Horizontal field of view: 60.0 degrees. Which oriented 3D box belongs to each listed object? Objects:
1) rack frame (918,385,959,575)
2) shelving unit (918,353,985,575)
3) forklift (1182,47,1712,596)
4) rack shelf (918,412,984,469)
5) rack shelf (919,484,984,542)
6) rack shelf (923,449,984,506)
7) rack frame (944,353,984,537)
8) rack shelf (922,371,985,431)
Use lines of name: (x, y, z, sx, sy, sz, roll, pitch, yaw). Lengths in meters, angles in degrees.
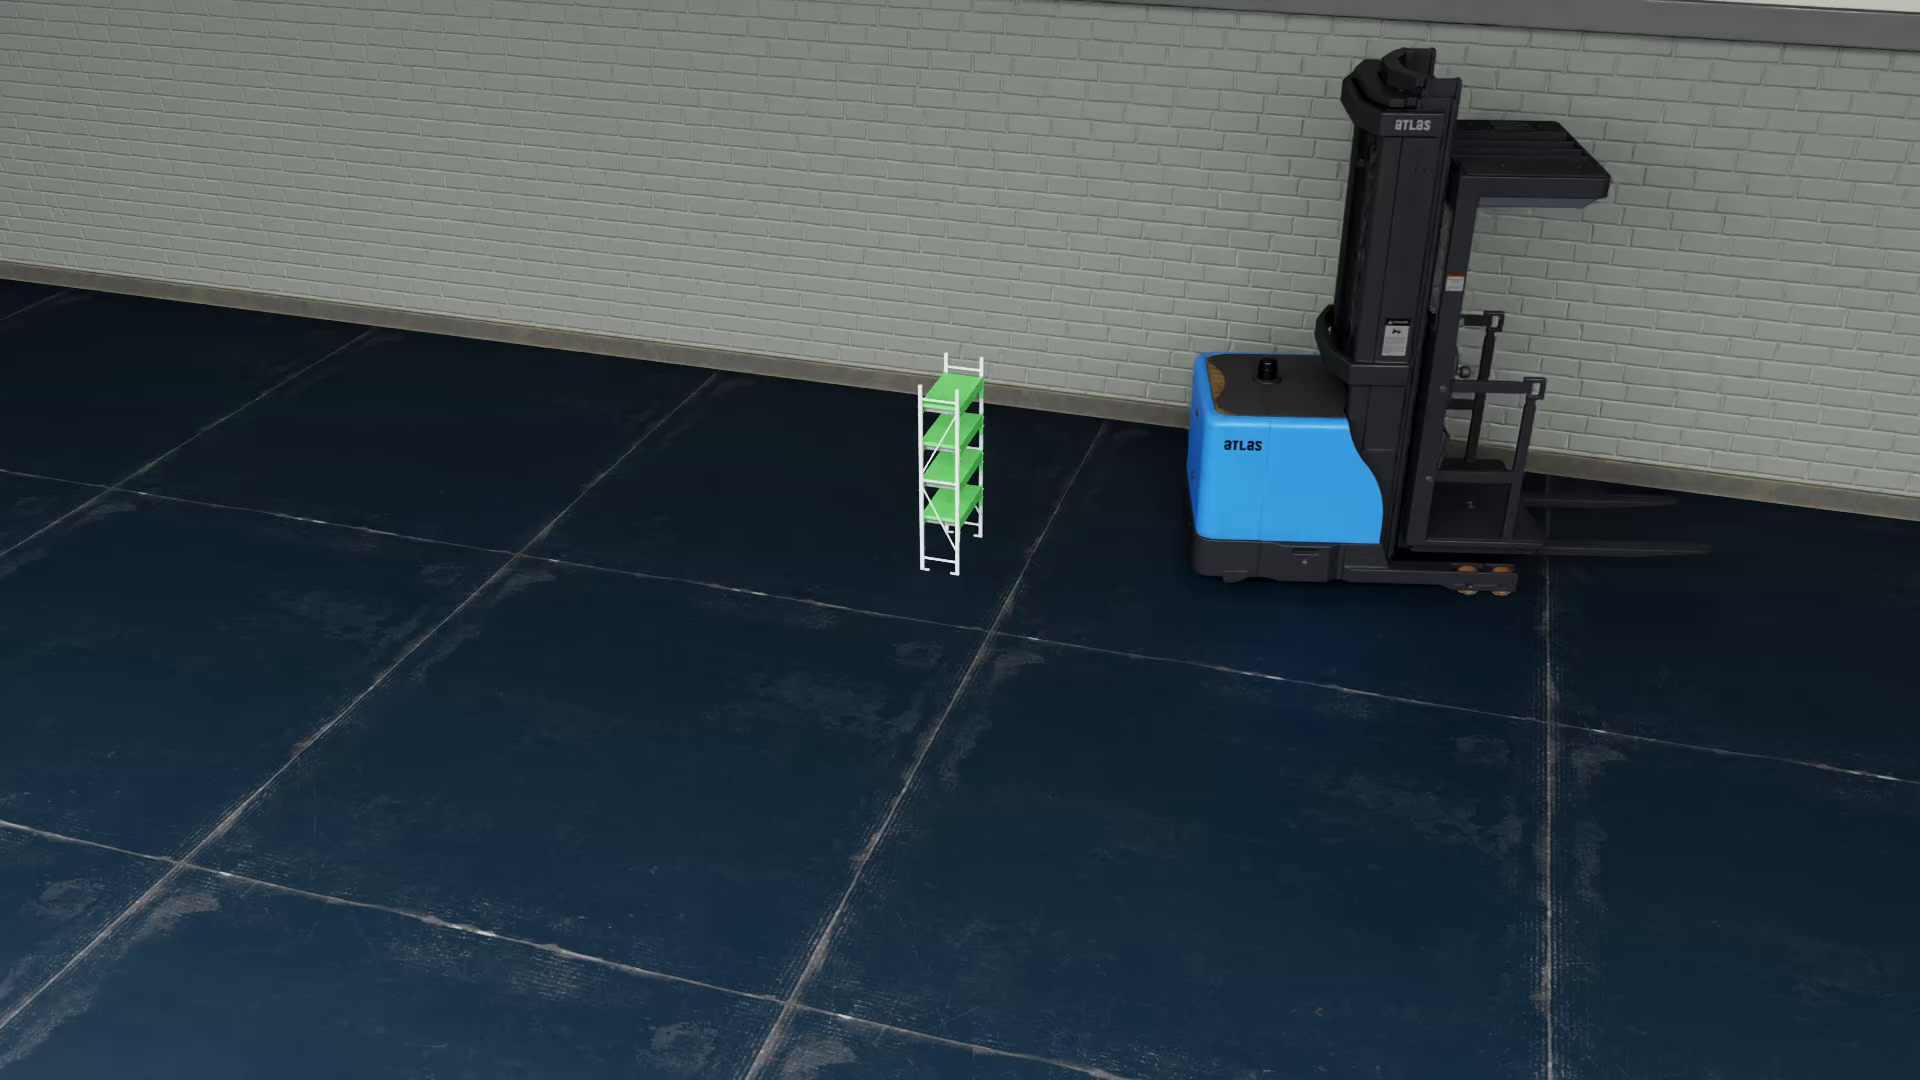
rack frame: (-0.120, -0.334, 9.651, 0.240, 1.200, 0.015, 8, 30, 15)
shelving unit: (-0.049, -0.447, 9.855, 0.258, 1.200, 0.503, 8, 30, 15)
forklift: (2.903, -1.224, 9.470, 3.031, 2.935, 1.130, 2, 29, 3)
rack shelf: (-0.049, -0.601, 9.770, 0.258, 0.148, 0.480, 8, 30, 15)
rack shelf: (-0.049, -0.182, 10.003, 0.258, 0.148, 0.480, 8, 30, 15)
rack shelf: (-0.049, -0.392, 9.886, 0.258, 0.148, 0.480, 8, 30, 15)
rack frame: (0.023, -0.561, 10.059, 0.240, 1.200, 0.015, 8, 30, 15)
rack shelf: (-0.049, -0.811, 9.653, 0.258, 0.148, 0.480, 8, 30, 15)
